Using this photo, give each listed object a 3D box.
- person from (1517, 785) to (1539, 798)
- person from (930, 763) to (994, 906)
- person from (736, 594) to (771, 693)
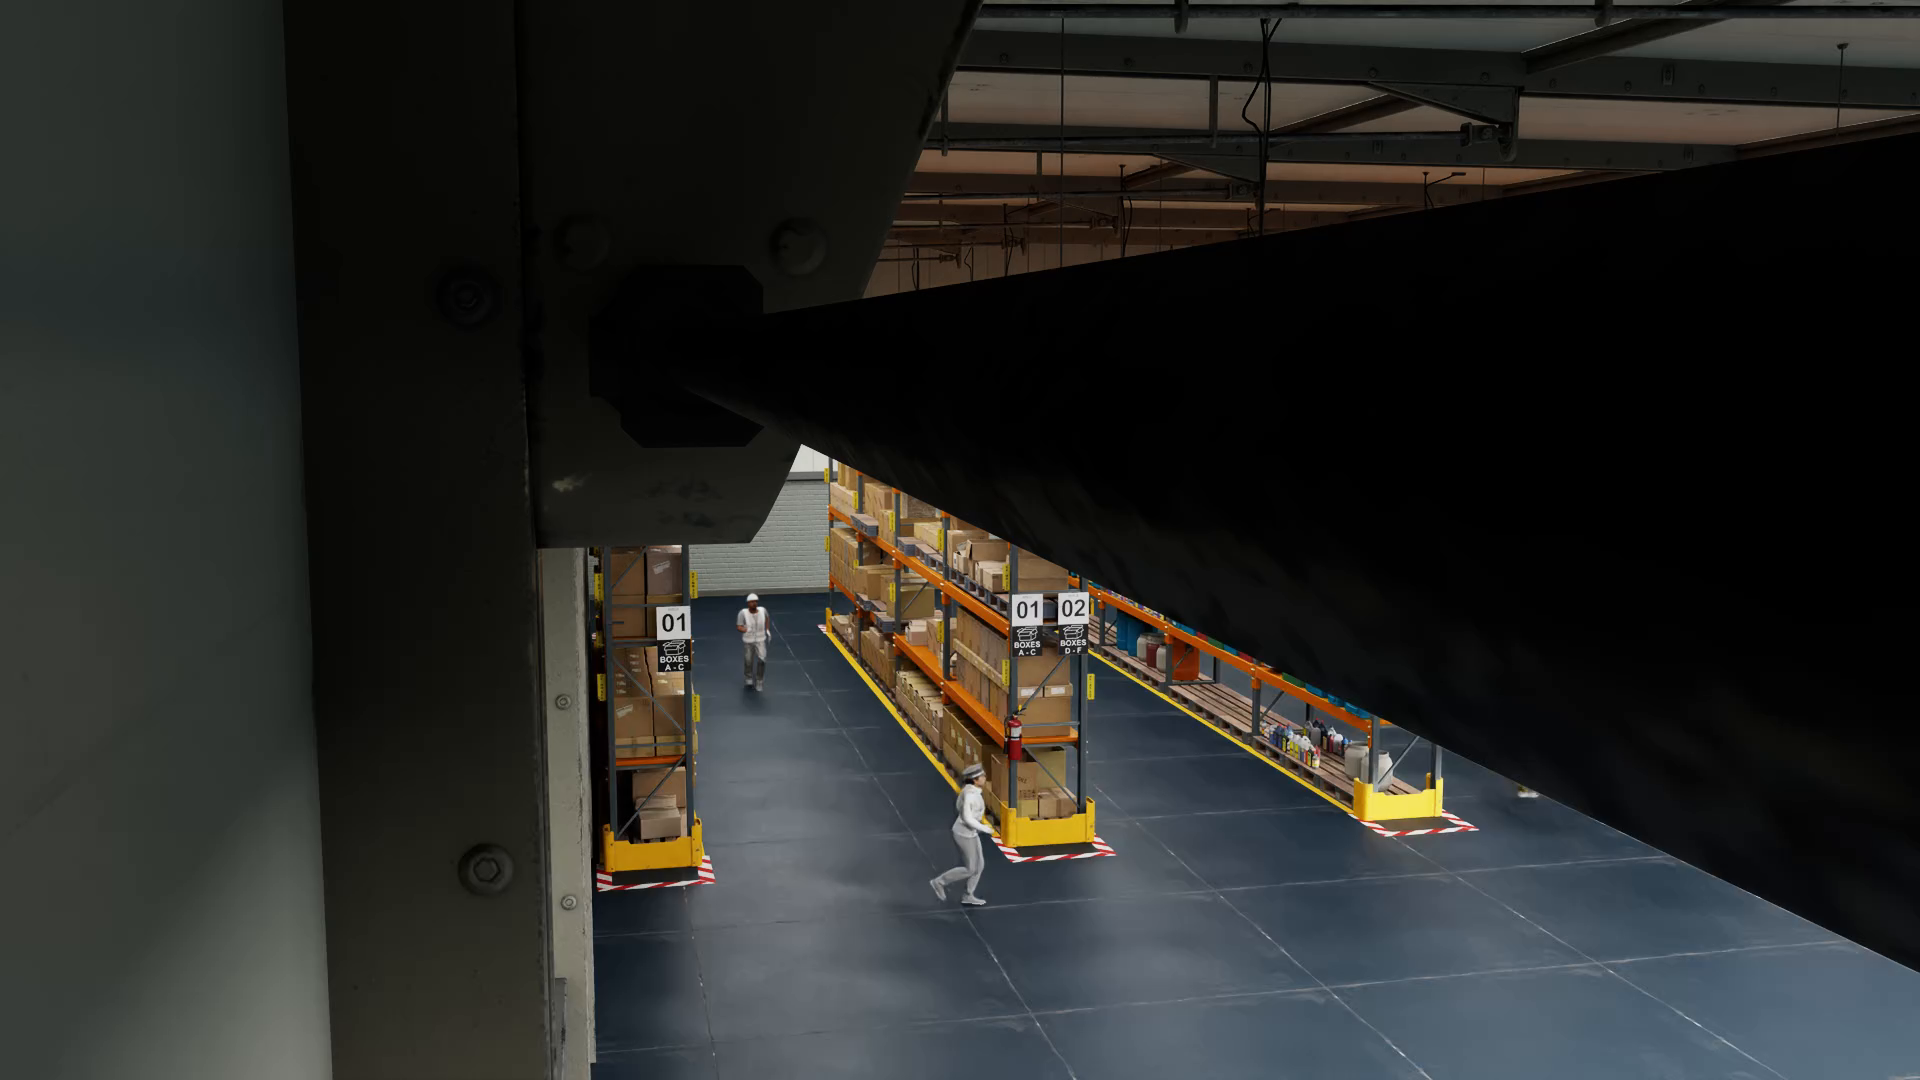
[{"bbox_3d":[8.234,2.727,22.839,1.048,1.723,0.631,2,7,16],"label":"person"},{"bbox_3d":[0.027,3.315,18.718,0.718,1.642,0.609,0,7,4],"label":"person"},{"bbox_3d":[-3.735,1.869,30.199,0.649,1.813,0.827,-2,7,-16],"label":"person"}]
